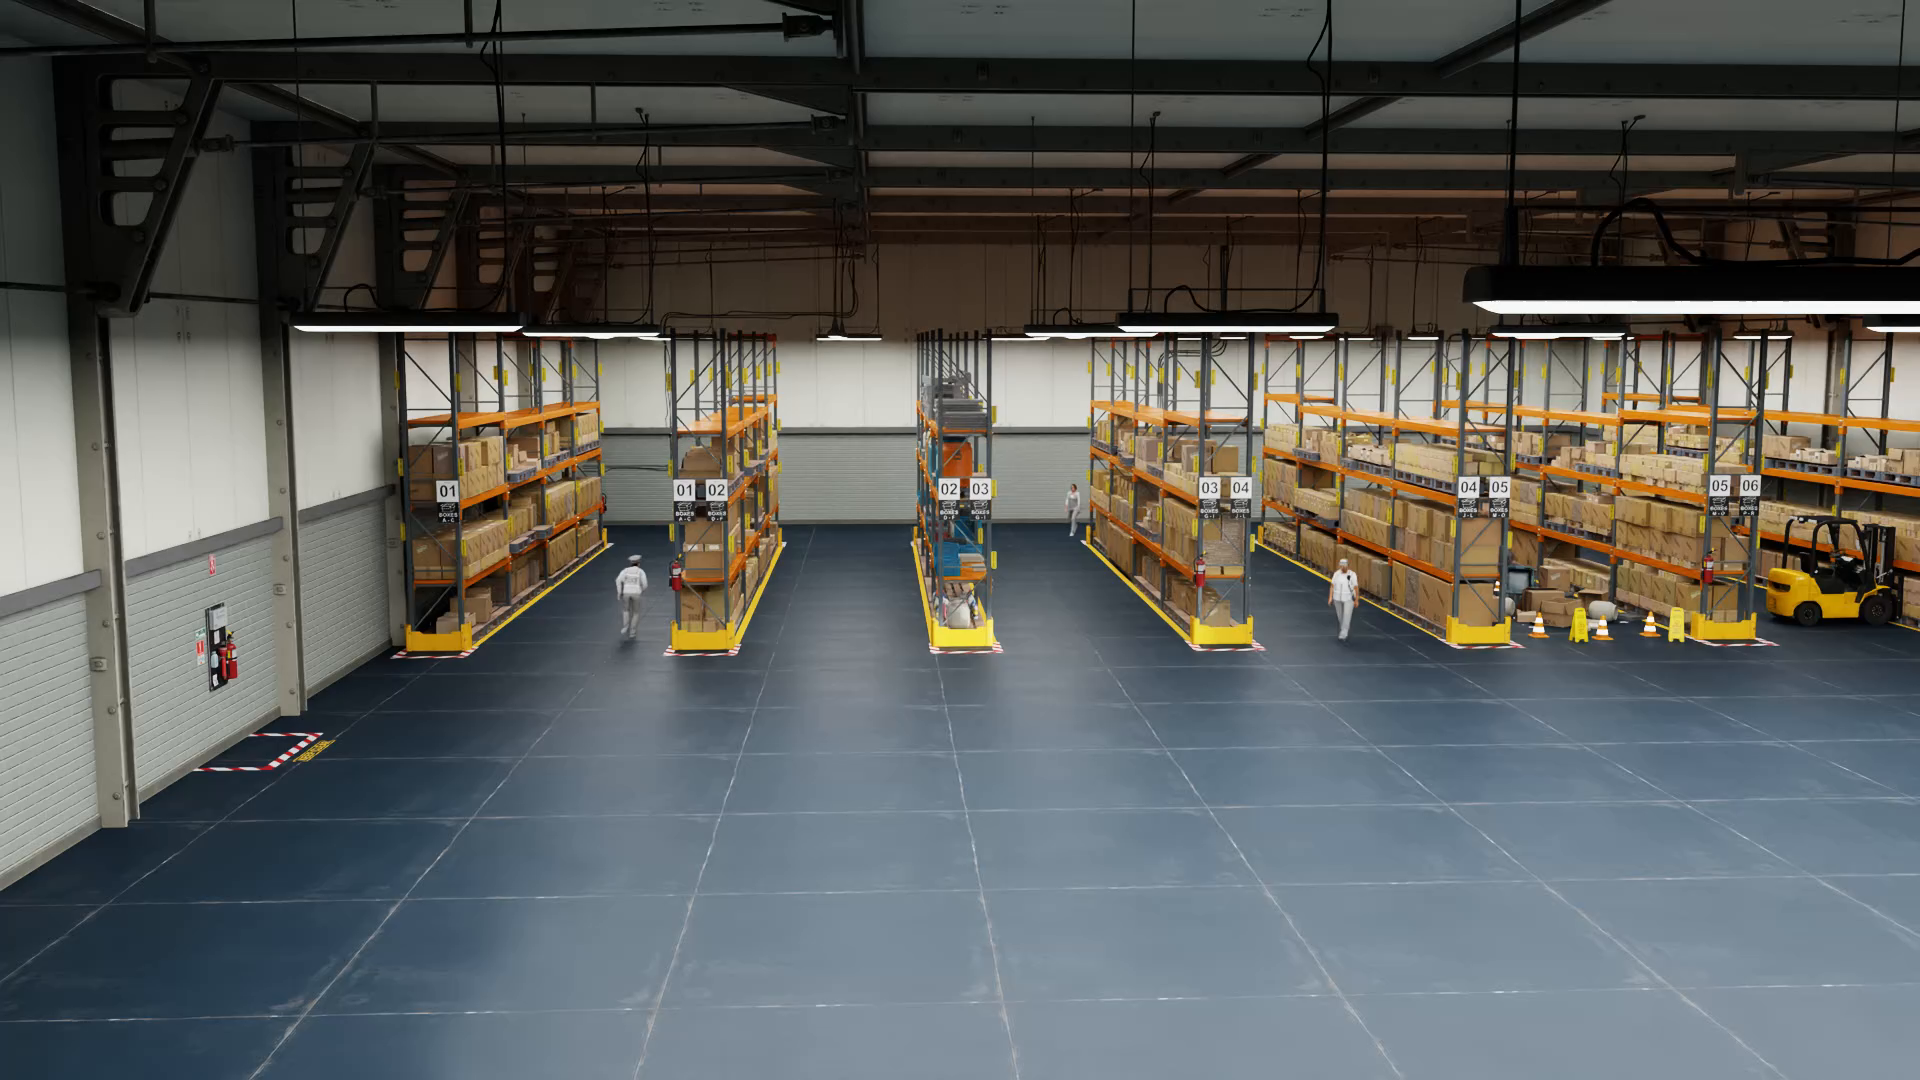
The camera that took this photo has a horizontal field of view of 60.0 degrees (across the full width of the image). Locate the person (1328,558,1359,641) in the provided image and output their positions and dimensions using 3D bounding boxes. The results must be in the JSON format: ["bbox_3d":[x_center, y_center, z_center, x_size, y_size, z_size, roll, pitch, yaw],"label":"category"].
[{"bbox_3d":[7.351,1.150,31.978,0.503,1.597,1.060,5,8,35],"label":"person"}]

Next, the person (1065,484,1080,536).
[{"bbox_3d":[3.395,-0.918,49.636,0.418,1.554,0.864,3,7,25],"label":"person"}]

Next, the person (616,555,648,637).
[{"bbox_3d":[-6.463,1.093,32.783,0.621,1.571,0.704,0,7,0],"label":"person"}]

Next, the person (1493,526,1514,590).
[{"bbox_3d":[12.601,0.414,38.426,0.447,1.682,0.612,-2,7,-13],"label":"person"}]
